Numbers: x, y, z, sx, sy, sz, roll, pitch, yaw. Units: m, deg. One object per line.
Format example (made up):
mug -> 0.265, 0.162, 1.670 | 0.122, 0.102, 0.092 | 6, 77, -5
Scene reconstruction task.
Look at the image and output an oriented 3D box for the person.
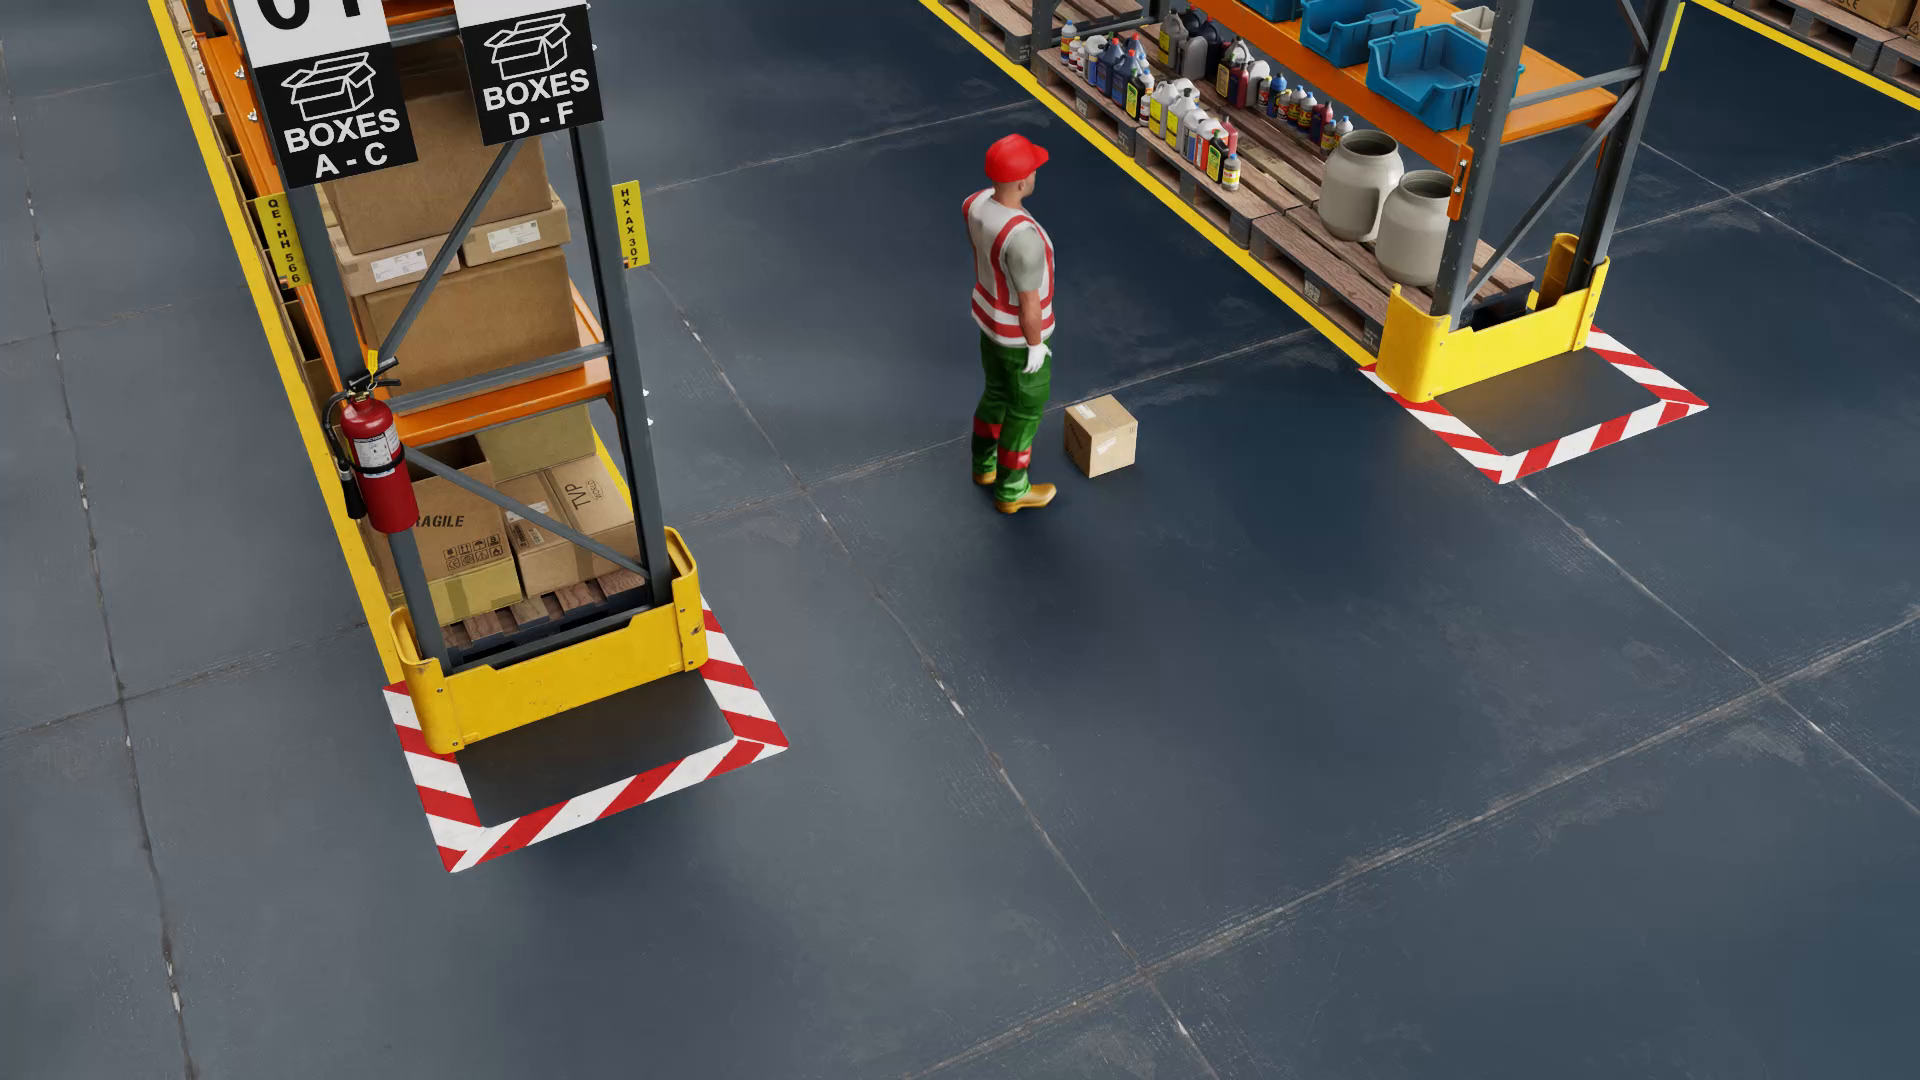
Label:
person -> 0.225, -0.934, 7.220 | 0.337, 1.785, 0.525 | -18, 44, -19
